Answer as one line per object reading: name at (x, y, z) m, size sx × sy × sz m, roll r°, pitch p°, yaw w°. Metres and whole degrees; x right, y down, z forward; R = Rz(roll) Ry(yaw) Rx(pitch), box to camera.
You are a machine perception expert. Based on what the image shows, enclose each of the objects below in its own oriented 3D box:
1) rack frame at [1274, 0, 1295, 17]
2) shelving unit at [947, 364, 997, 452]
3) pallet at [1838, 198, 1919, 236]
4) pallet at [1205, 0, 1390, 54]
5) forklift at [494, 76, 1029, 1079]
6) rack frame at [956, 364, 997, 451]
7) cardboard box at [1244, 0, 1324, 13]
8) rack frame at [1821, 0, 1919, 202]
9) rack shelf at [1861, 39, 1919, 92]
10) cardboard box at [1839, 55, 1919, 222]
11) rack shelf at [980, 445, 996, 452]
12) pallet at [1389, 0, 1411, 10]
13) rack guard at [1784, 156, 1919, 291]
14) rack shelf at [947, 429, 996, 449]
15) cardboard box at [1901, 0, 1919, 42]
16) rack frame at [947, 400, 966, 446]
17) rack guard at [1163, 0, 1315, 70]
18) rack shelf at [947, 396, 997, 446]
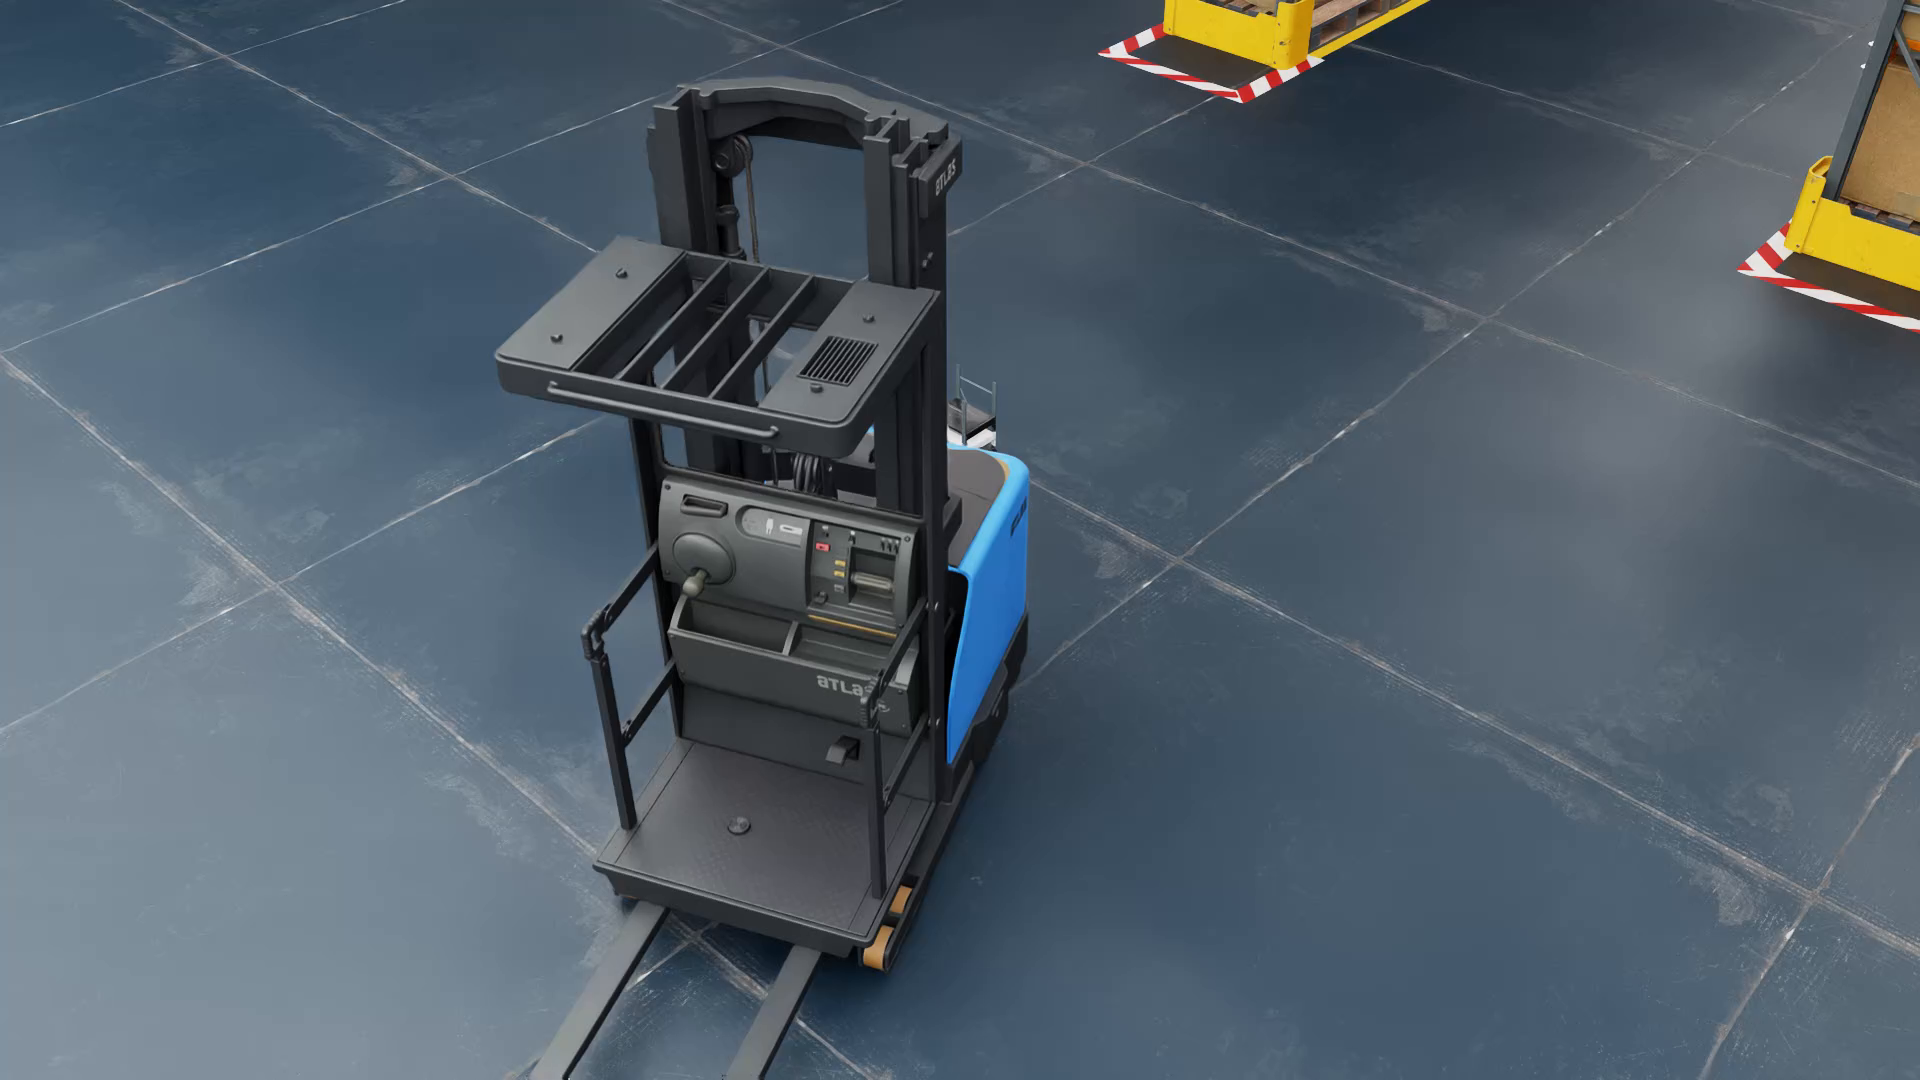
rack frame at (2.064, -4.970, 11.873) m, size 1.000 × 3.000 × 0.127 m, roll 30°, pitch 47°, yaw 32°
shelving unit at (0.005, -0.356, 7.758) m, size 0.258 × 0.900 × 0.210 m, roll 30°, pitch 47°, yaw 32°
pallet at (6.138, -2.149, 10.567) m, size 1.003 × 0.211 × 1.213 m, roll 30°, pitch 47°, yaw 32°
pallet at (2.689, -4.272, 13.236) m, size 1.003 × 0.211 × 1.213 m, roll 30°, pitch 47°, yaw 32°
forklift at (-0.667, 0.129, 5.517) m, size 1.130 × 2.935 × 3.031 m, roll 12°, pitch 40°, yaw 15°
rack frame at (0.074, -0.403, 7.817) m, size 0.240 × 0.900 × 0.006 m, roll 30°, pitch 47°, yaw 32°
cardboard box at (2.497, -4.435, 12.872) m, size 0.500 × 0.500 × 0.500 m, roll -25°, pitch 45°, yaw -28°
rack frame at (5.657, -2.841, 9.196) m, size 1.000 × 3.000 × 0.127 m, roll 30°, pitch 47°, yaw 32°
rack shelf at (7.006, -3.478, 10.575) m, size 1.077 × 0.370 × 4.000 m, roll 30°, pitch 47°, yaw 32°
cardboard box at (6.065, -2.513, 10.153) m, size 0.875 × 0.875 × 0.875 m, roll 30°, pitch 47°, yaw 32°
rack shelf at (0.005, -0.400, 7.723) m, size 0.258 × 0.077 × 0.200 m, roll 30°, pitch 47°, yaw 32°
pallet at (3.512, -4.829, 13.937) m, size 1.003 × 0.211 × 1.213 m, roll 30°, pitch 47°, yaw 32°
rack guard at (5.640, -1.851, 9.960) m, size 1.175 × 0.500 × 0.348 m, roll 30°, pitch 47°, yaw 32°
rack shelf at (0.005, -0.471, 7.667) m, size 0.258 × 0.077 × 0.200 m, roll 30°, pitch 47°, yaw 32°
cardboard box at (5.874, -3.089, 9.387) m, size 0.875 × 0.550 × 0.550 m, roll 30°, pitch 47°, yaw 32°
rack frame at (-0.063, -0.309, 7.699) m, size 0.240 × 0.900 × 0.006 m, roll 30°, pitch 47°, yaw 32°
rack guard at (2.115, -4.026, 12.695) m, size 1.175 × 0.500 × 0.348 m, roll 30°, pitch 47°, yaw 32°
rack shelf at (0.005, -0.541, 7.611) m, size 0.258 × 0.077 × 0.200 m, roll 30°, pitch 47°, yaw 32°
